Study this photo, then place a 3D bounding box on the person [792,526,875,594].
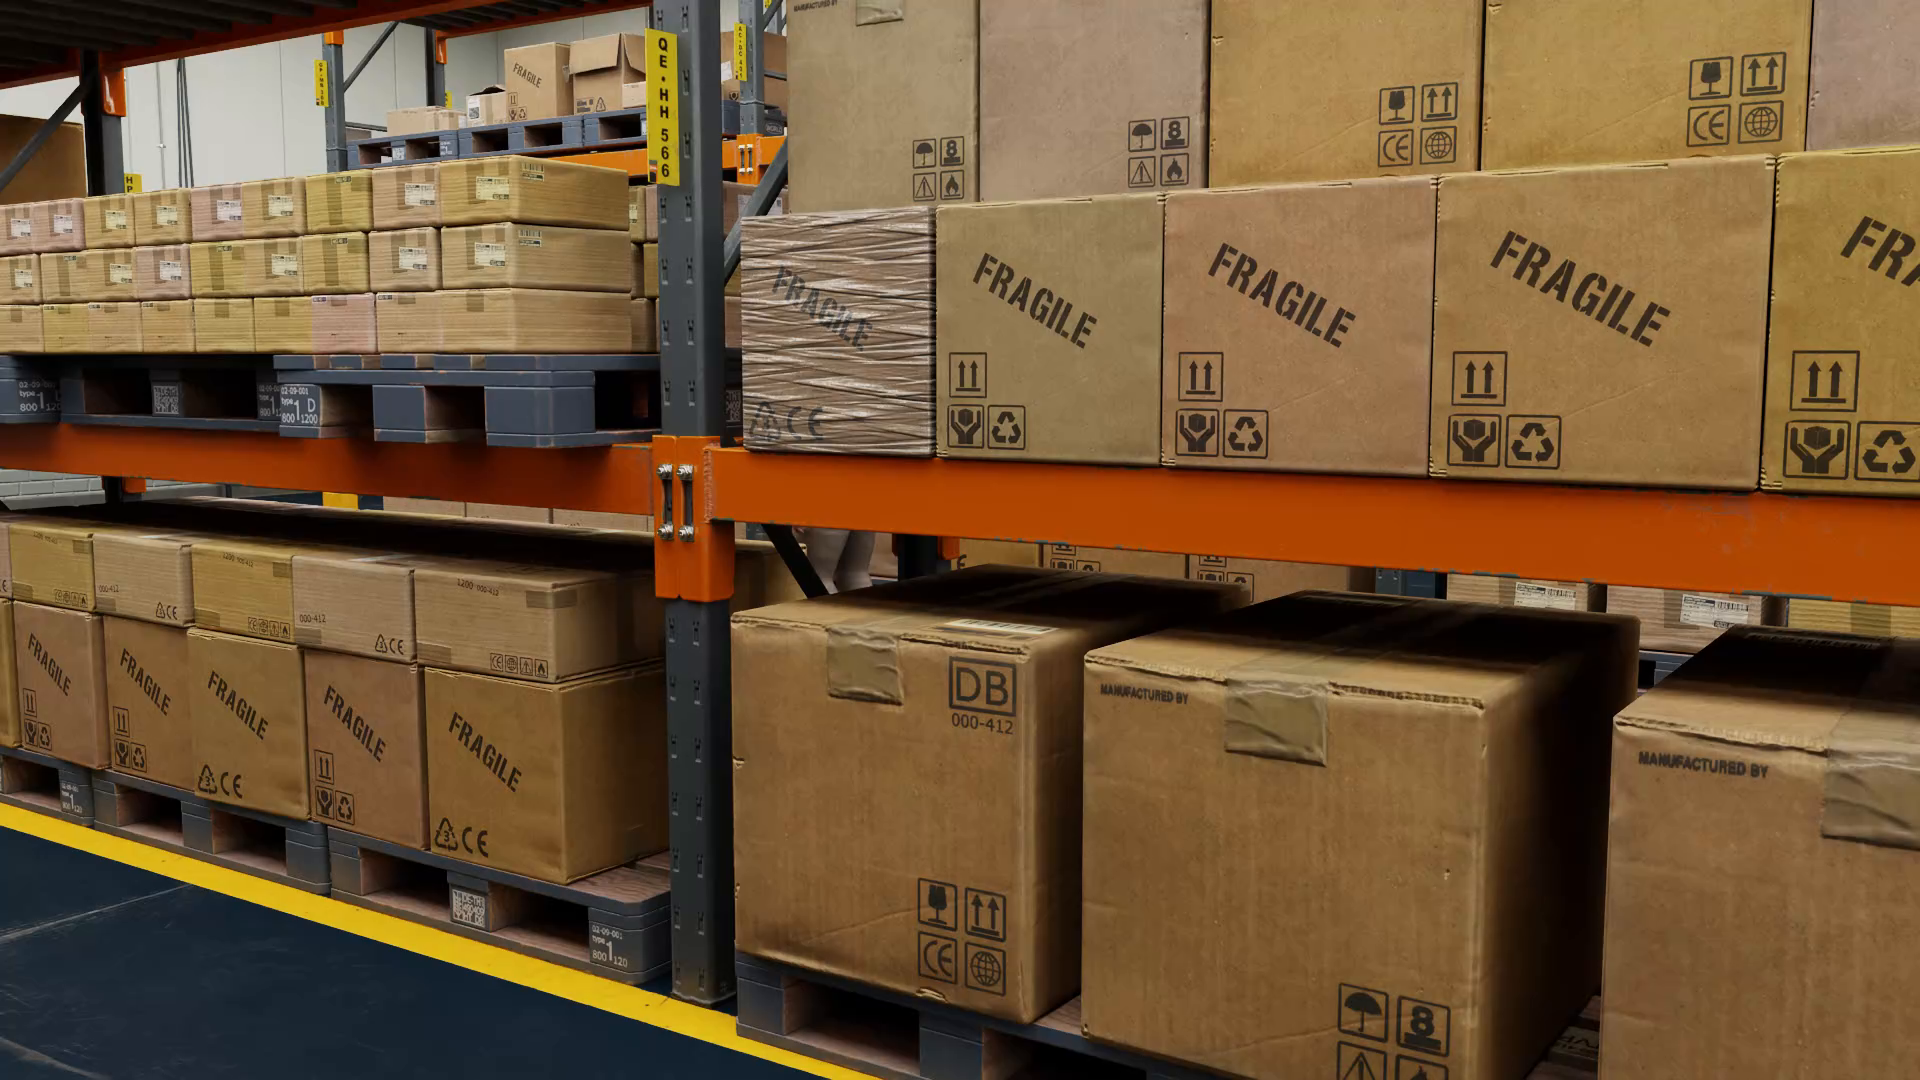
[{"bbox_3d":[-0.586,-0.201,7.671,0.393,1.726,0.605,4,7,30],"label":"person"}]
